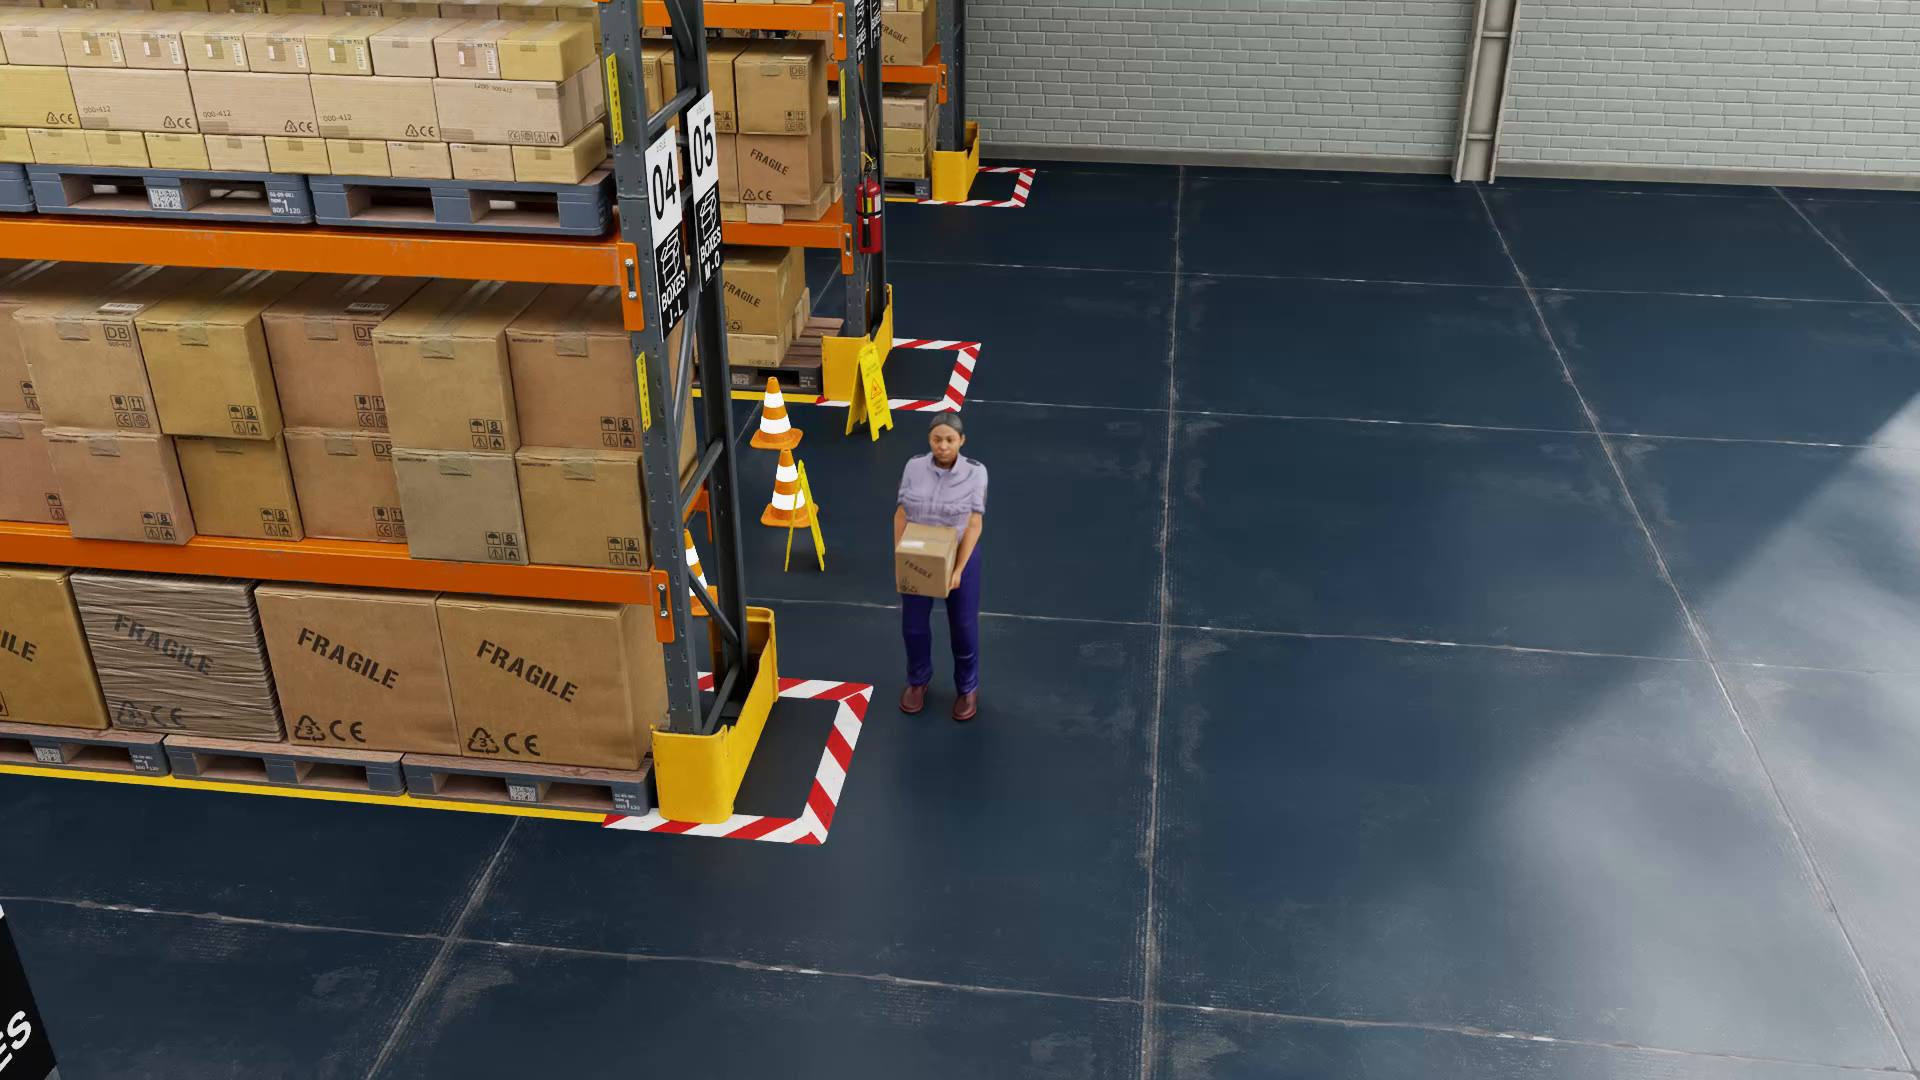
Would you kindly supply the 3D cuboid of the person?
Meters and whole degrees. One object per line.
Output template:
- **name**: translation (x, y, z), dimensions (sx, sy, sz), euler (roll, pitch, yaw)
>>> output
- **person**: translation (-0.112, 0.166, 8.346), dimensions (0.453, 1.637, 0.517), euler (7, 29, 12)
